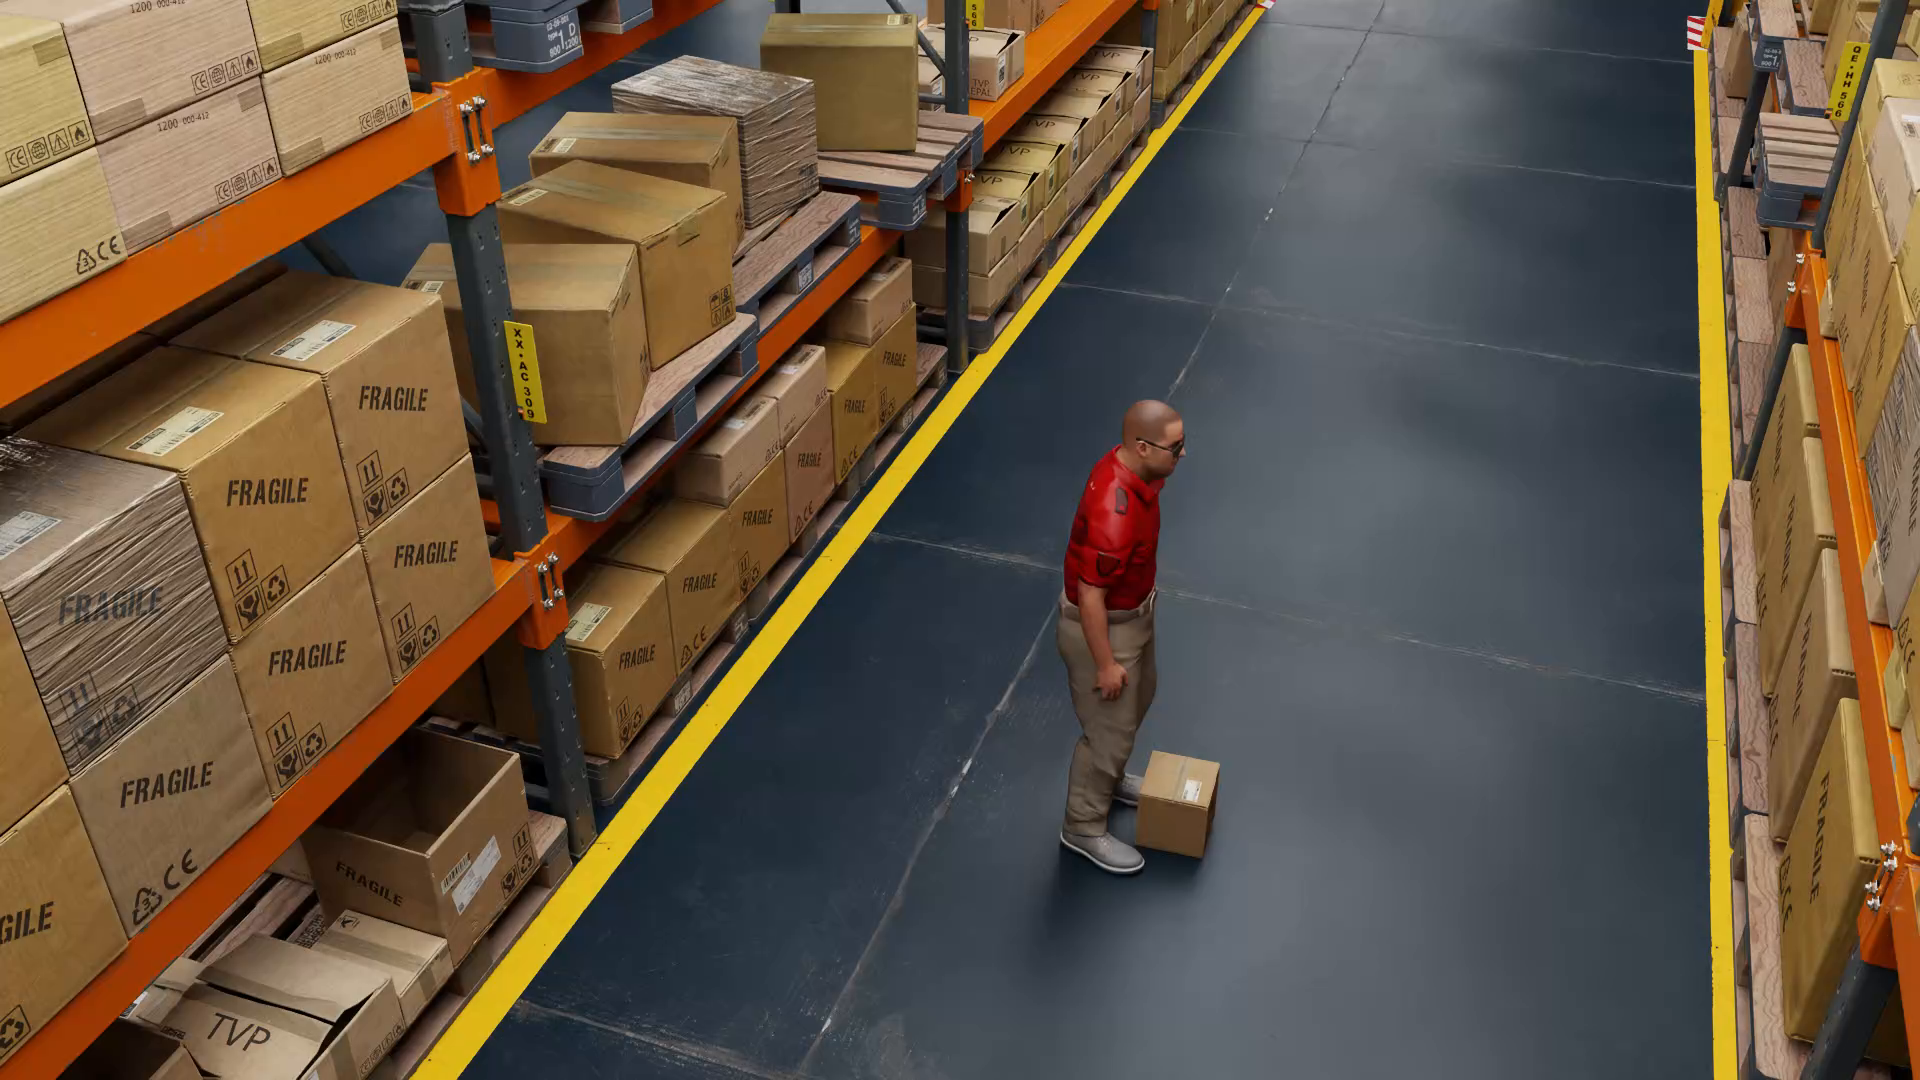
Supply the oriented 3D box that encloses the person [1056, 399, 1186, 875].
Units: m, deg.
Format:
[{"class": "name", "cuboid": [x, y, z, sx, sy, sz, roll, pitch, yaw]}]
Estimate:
[{"class": "person", "cuboid": [0.545, 0.297, 5.696, 0.390, 1.725, 0.594, 9, 34, 14]}]
